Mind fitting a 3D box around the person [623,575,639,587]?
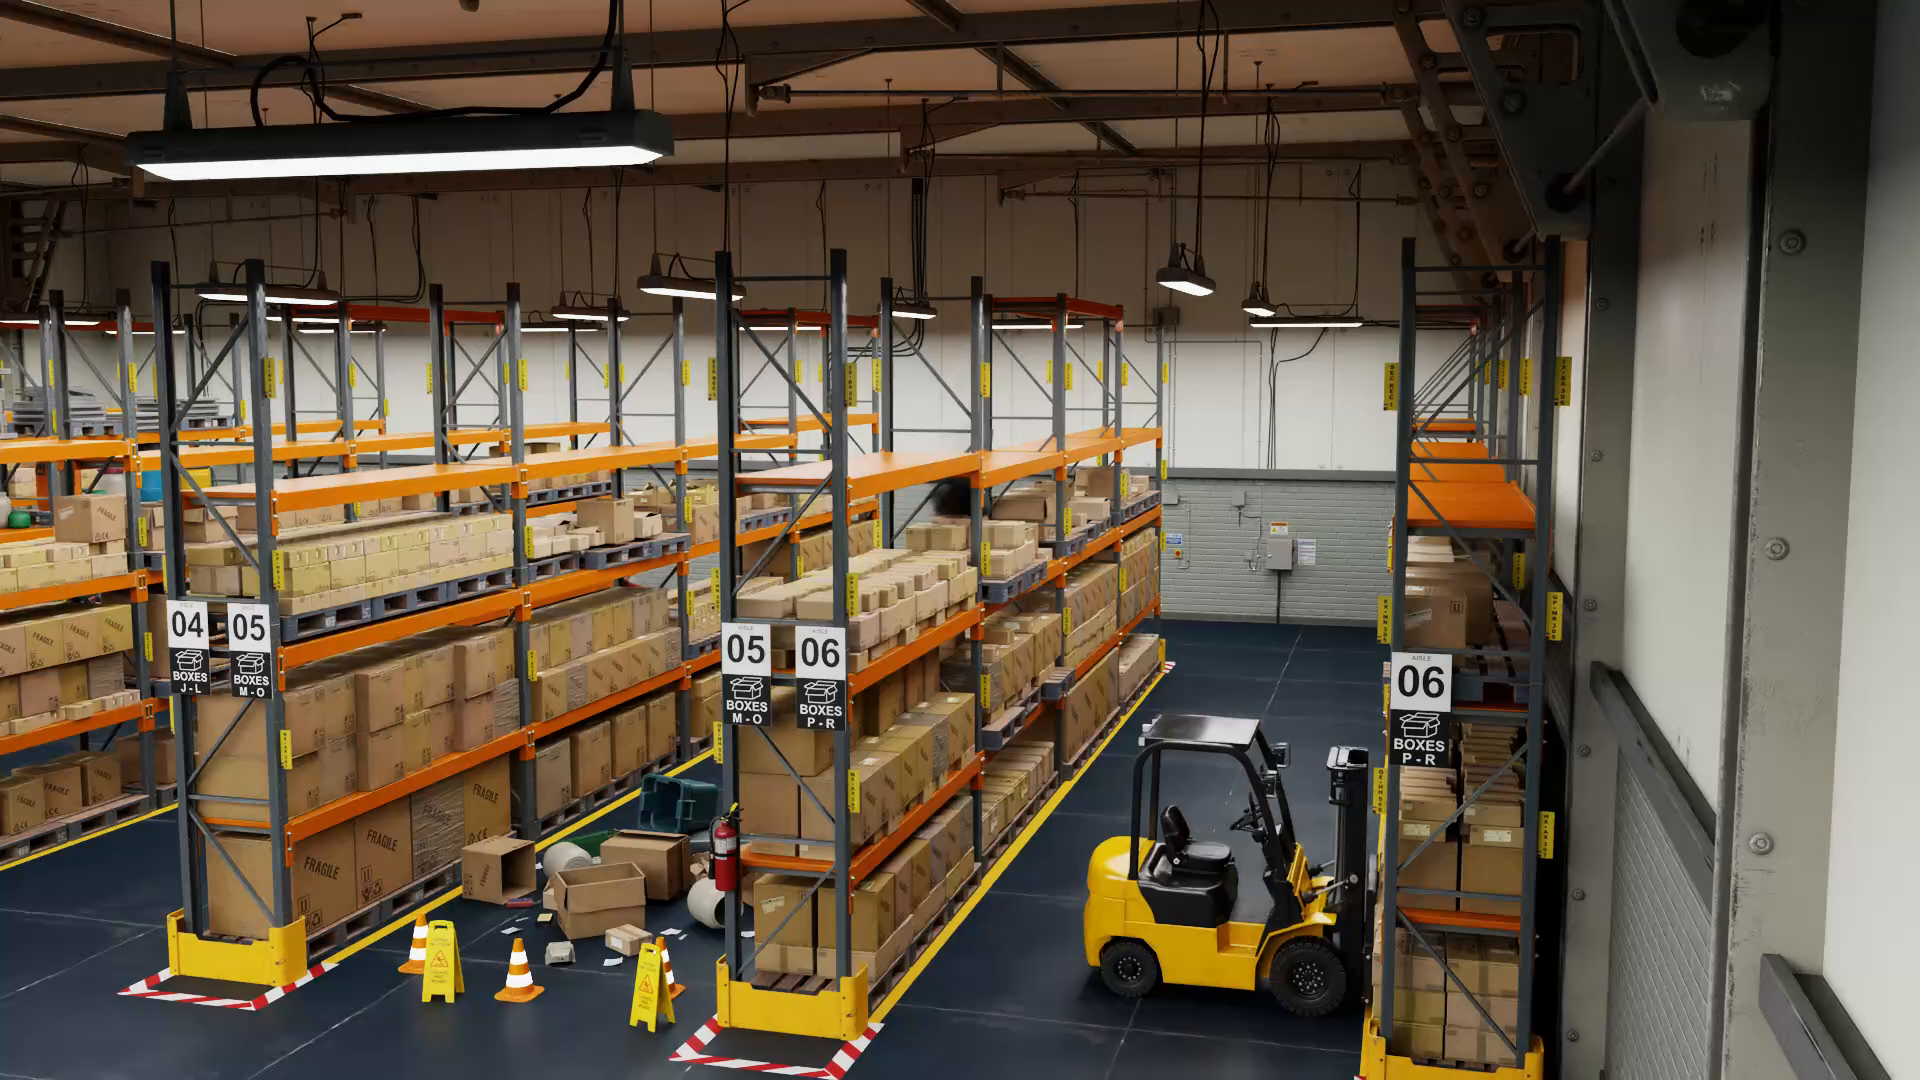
[{"bbox_3d":[-5.598,1.341,27.958,0.665,1.707,0.939,1,6,10],"label":"person"}]
